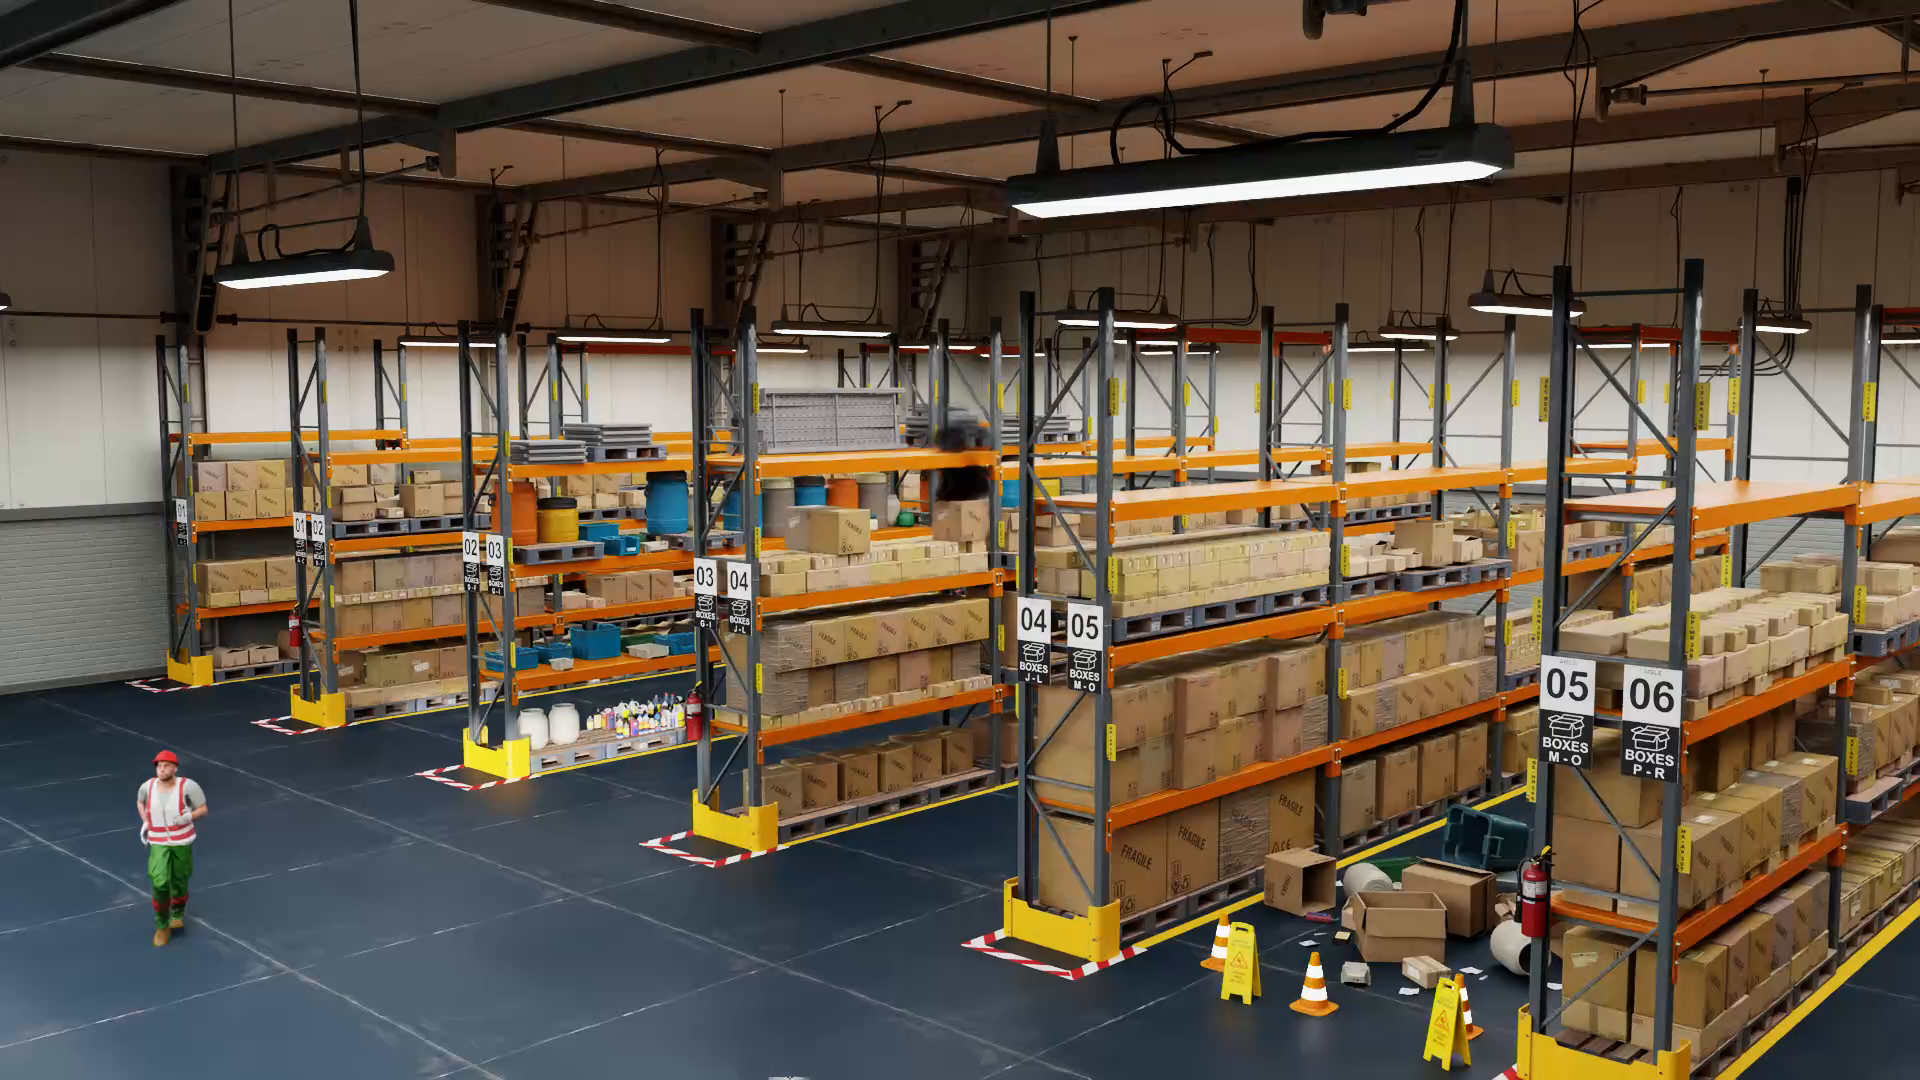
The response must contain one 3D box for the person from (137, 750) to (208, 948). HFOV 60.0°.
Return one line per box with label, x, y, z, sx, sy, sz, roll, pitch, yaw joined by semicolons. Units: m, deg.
person;-7.295;2.847;15.407;0.616;1.832;0.746;-2;6;-19
